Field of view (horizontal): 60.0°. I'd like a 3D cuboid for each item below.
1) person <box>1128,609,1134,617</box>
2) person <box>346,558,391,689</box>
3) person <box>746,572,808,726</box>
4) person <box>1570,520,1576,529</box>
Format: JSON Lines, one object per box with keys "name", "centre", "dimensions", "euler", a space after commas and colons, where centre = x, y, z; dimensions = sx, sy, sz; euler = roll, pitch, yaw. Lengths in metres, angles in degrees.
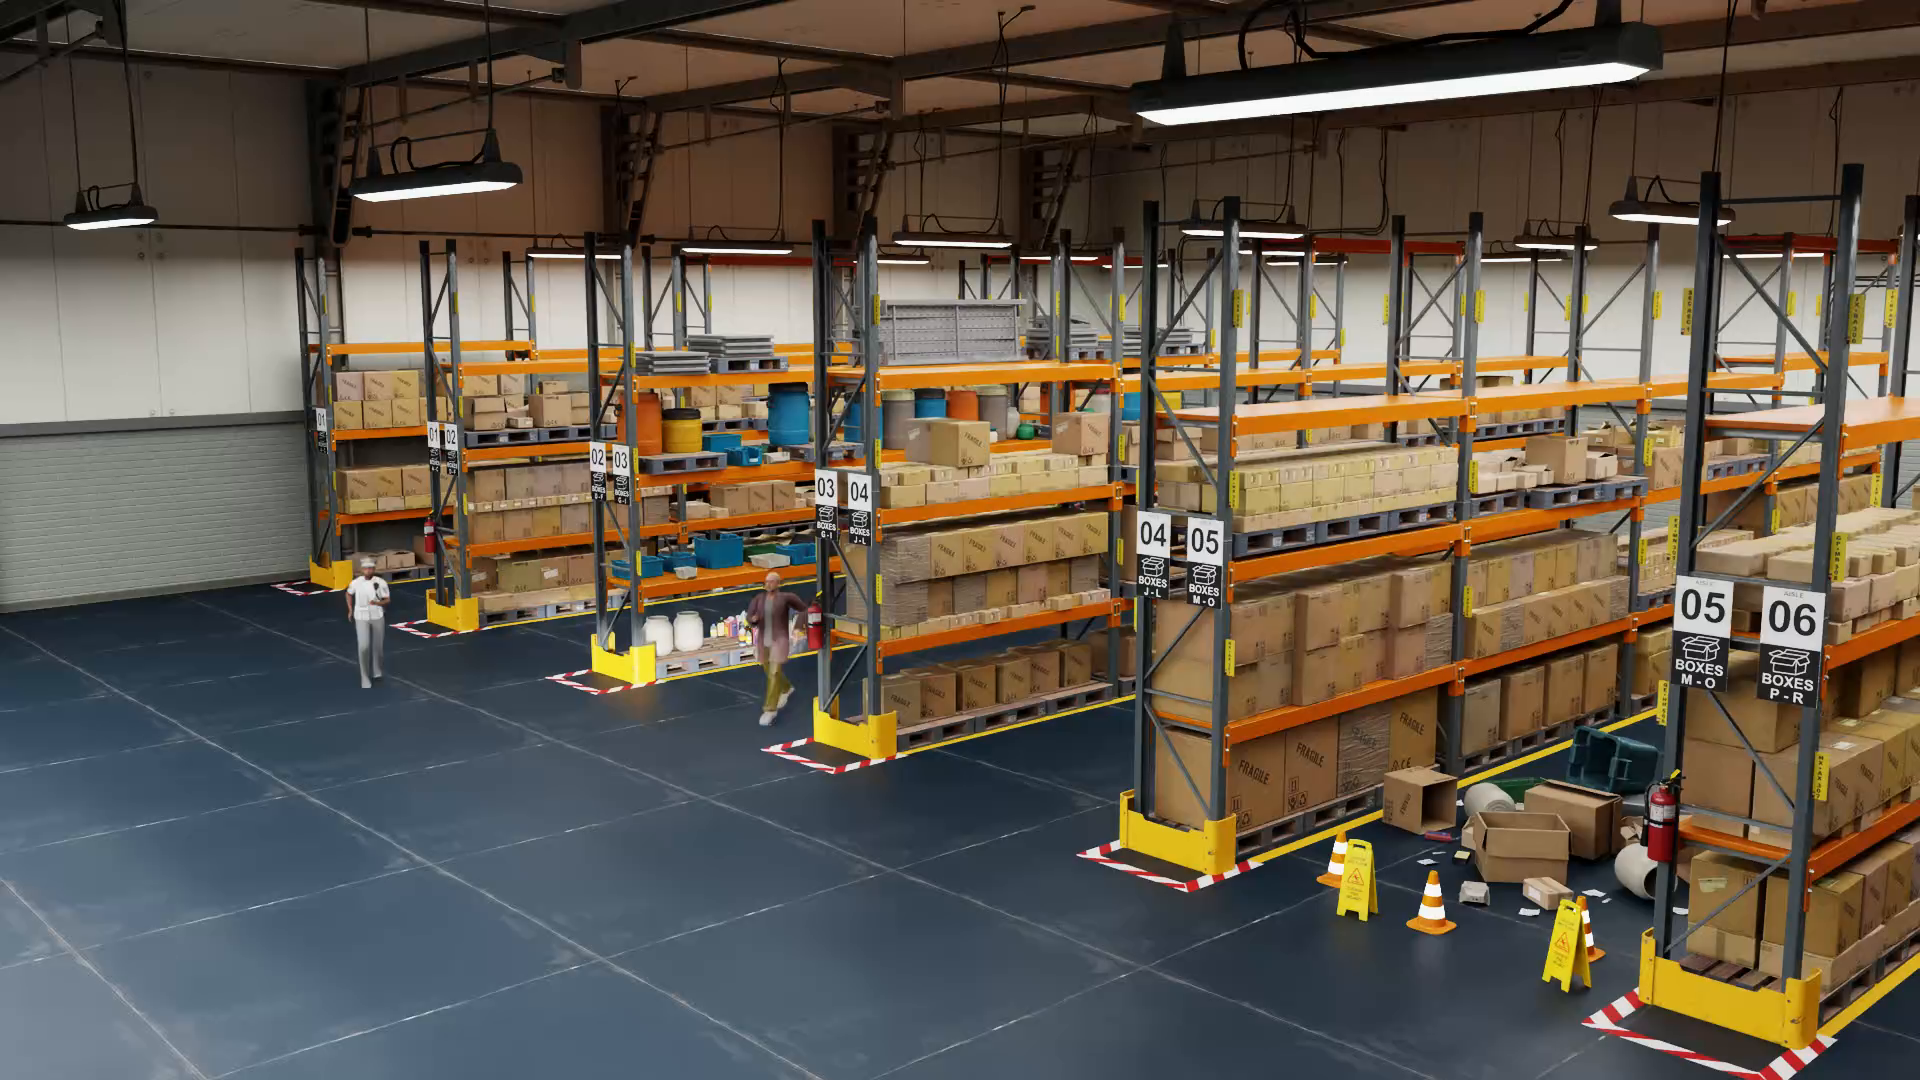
{"name": "person", "centre": [2.761, 0.397, 26.599], "dimensions": [0.664, 1.739, 0.603], "euler": [6, 10, 35]}
{"name": "person", "centre": [-7.869, 1.097, 22.168], "dimensions": [0.545, 1.760, 0.752], "euler": [-3, 9, -22]}
{"name": "person", "centre": [-2.274, 1.287, 20.417], "dimensions": [0.704, 1.805, 1.022], "euler": [4, 9, 25]}
{"name": "person", "centre": [9.891, 0.432, 26.966], "dimensions": [0.655, 1.628, 0.597], "euler": [-5, 10, -32]}
